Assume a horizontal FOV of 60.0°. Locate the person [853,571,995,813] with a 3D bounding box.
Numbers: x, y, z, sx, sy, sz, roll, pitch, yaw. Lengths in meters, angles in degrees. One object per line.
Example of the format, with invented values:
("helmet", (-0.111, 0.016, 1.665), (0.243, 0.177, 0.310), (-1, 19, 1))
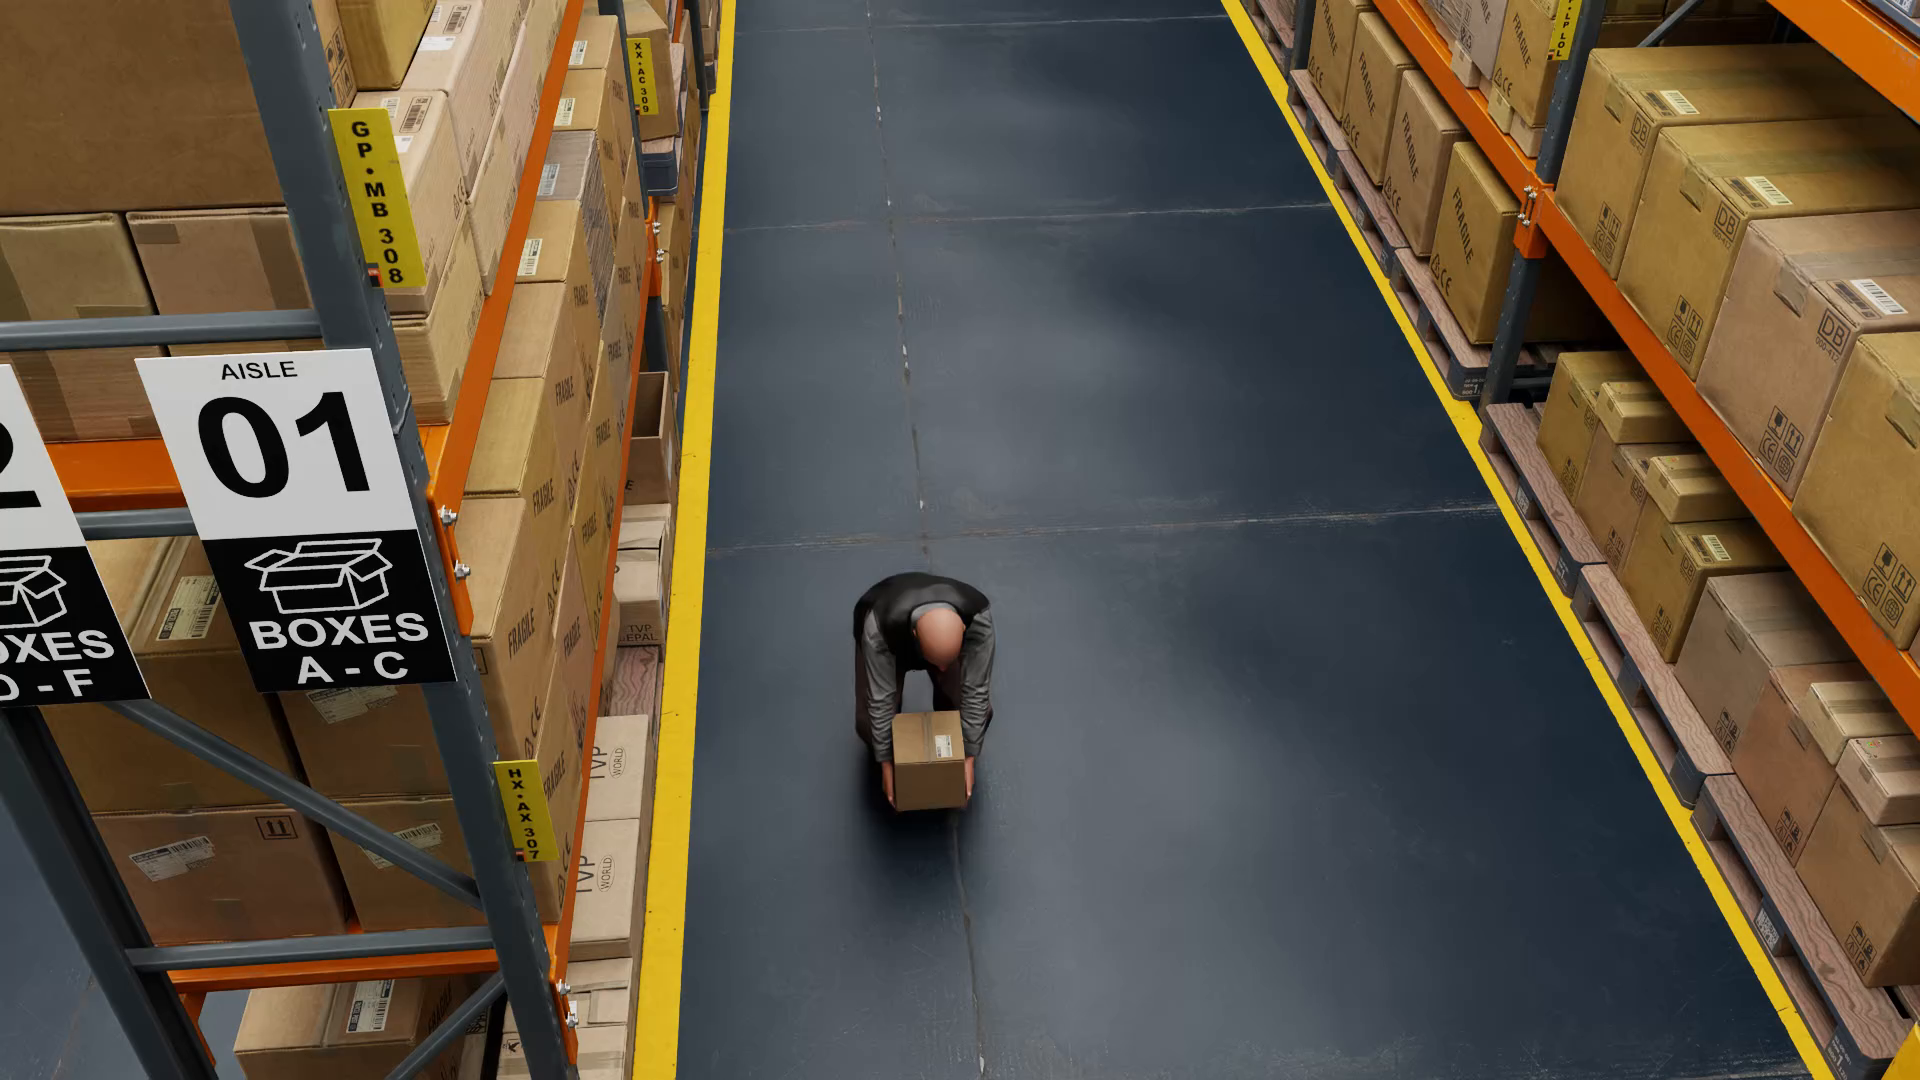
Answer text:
("person", (-0.141, 0.477, 6.193), (0.524, 0.969, 0.861), (-4, 39, -5))
